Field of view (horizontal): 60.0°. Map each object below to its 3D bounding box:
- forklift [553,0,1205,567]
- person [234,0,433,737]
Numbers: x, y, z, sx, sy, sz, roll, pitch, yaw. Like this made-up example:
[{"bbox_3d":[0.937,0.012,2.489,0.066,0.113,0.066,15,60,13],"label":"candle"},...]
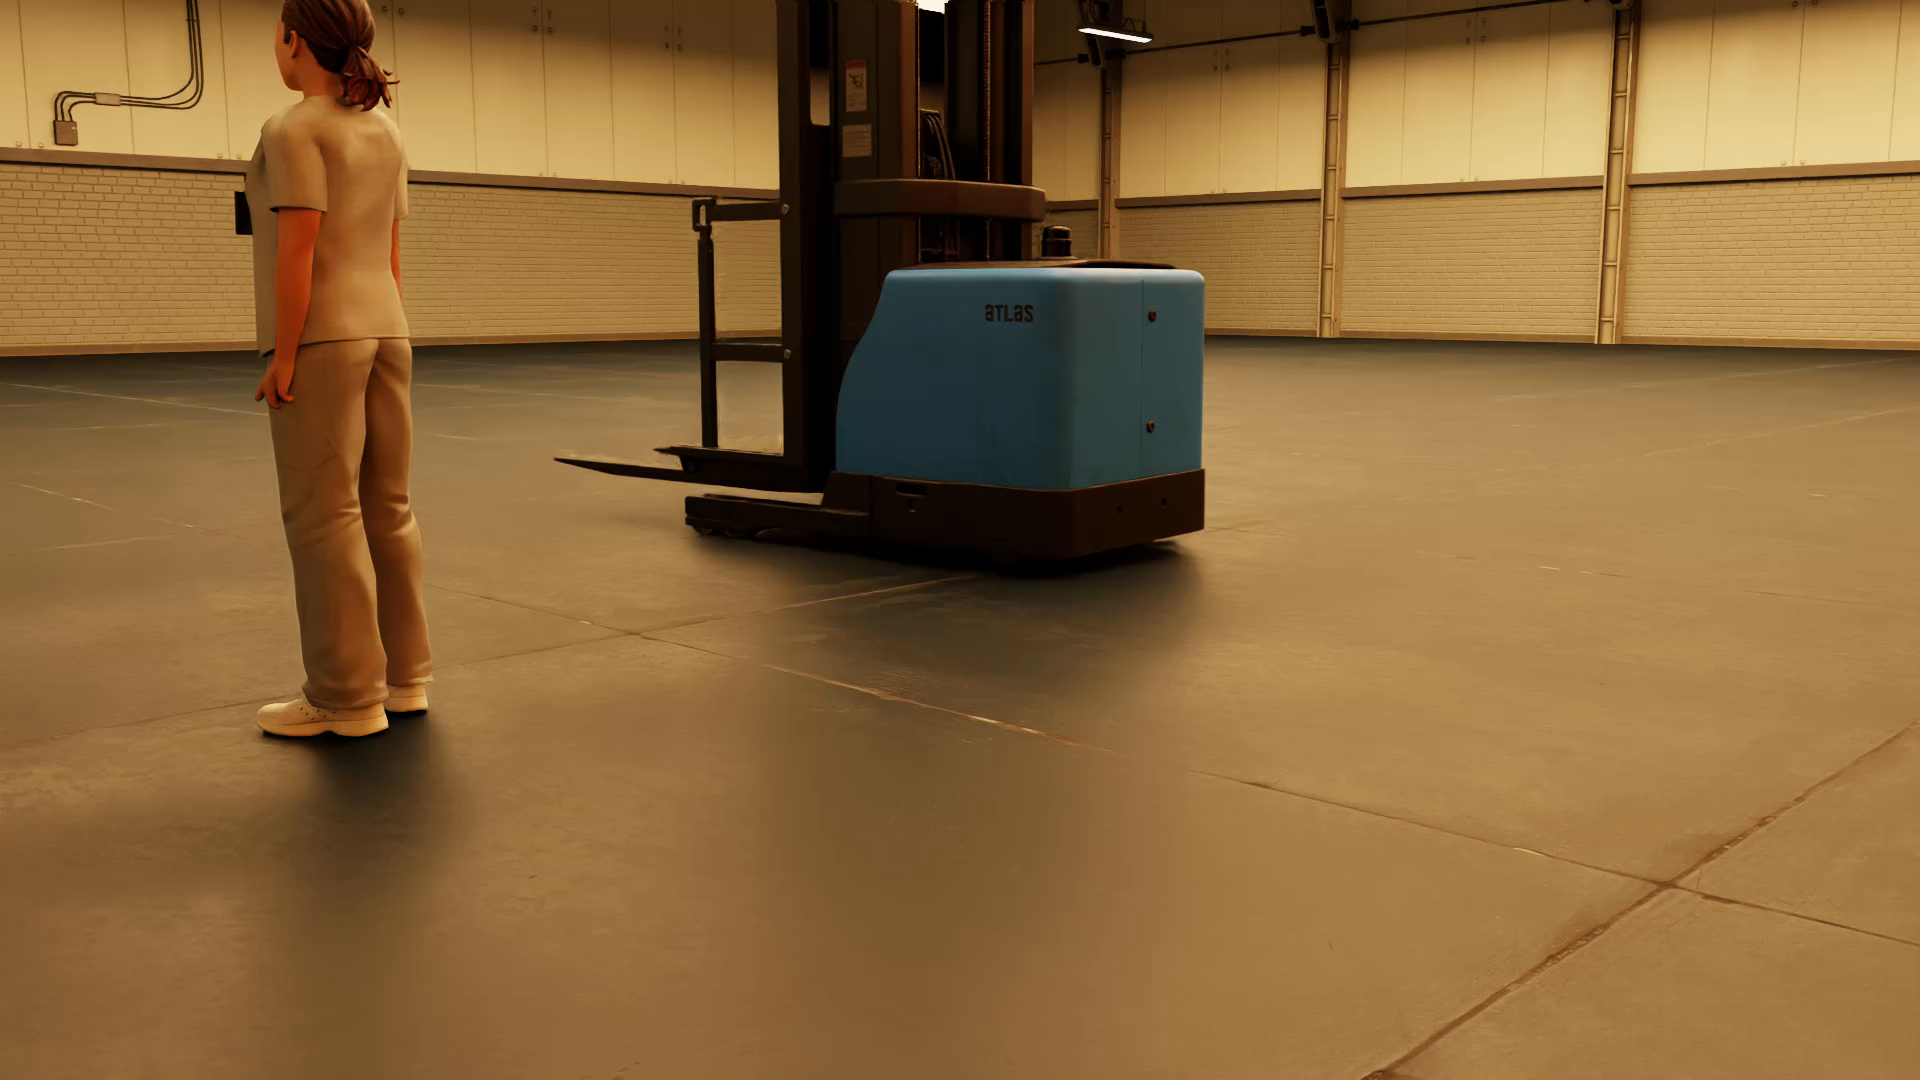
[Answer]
[{"bbox_3d":[-0.510,-1.507,6.881,3.031,2.935,1.130,7,11,38],"label":"forklift"},{"bbox_3d":[-1.415,-0.400,3.760,0.371,1.672,0.431,3,9,16],"label":"person"}]
